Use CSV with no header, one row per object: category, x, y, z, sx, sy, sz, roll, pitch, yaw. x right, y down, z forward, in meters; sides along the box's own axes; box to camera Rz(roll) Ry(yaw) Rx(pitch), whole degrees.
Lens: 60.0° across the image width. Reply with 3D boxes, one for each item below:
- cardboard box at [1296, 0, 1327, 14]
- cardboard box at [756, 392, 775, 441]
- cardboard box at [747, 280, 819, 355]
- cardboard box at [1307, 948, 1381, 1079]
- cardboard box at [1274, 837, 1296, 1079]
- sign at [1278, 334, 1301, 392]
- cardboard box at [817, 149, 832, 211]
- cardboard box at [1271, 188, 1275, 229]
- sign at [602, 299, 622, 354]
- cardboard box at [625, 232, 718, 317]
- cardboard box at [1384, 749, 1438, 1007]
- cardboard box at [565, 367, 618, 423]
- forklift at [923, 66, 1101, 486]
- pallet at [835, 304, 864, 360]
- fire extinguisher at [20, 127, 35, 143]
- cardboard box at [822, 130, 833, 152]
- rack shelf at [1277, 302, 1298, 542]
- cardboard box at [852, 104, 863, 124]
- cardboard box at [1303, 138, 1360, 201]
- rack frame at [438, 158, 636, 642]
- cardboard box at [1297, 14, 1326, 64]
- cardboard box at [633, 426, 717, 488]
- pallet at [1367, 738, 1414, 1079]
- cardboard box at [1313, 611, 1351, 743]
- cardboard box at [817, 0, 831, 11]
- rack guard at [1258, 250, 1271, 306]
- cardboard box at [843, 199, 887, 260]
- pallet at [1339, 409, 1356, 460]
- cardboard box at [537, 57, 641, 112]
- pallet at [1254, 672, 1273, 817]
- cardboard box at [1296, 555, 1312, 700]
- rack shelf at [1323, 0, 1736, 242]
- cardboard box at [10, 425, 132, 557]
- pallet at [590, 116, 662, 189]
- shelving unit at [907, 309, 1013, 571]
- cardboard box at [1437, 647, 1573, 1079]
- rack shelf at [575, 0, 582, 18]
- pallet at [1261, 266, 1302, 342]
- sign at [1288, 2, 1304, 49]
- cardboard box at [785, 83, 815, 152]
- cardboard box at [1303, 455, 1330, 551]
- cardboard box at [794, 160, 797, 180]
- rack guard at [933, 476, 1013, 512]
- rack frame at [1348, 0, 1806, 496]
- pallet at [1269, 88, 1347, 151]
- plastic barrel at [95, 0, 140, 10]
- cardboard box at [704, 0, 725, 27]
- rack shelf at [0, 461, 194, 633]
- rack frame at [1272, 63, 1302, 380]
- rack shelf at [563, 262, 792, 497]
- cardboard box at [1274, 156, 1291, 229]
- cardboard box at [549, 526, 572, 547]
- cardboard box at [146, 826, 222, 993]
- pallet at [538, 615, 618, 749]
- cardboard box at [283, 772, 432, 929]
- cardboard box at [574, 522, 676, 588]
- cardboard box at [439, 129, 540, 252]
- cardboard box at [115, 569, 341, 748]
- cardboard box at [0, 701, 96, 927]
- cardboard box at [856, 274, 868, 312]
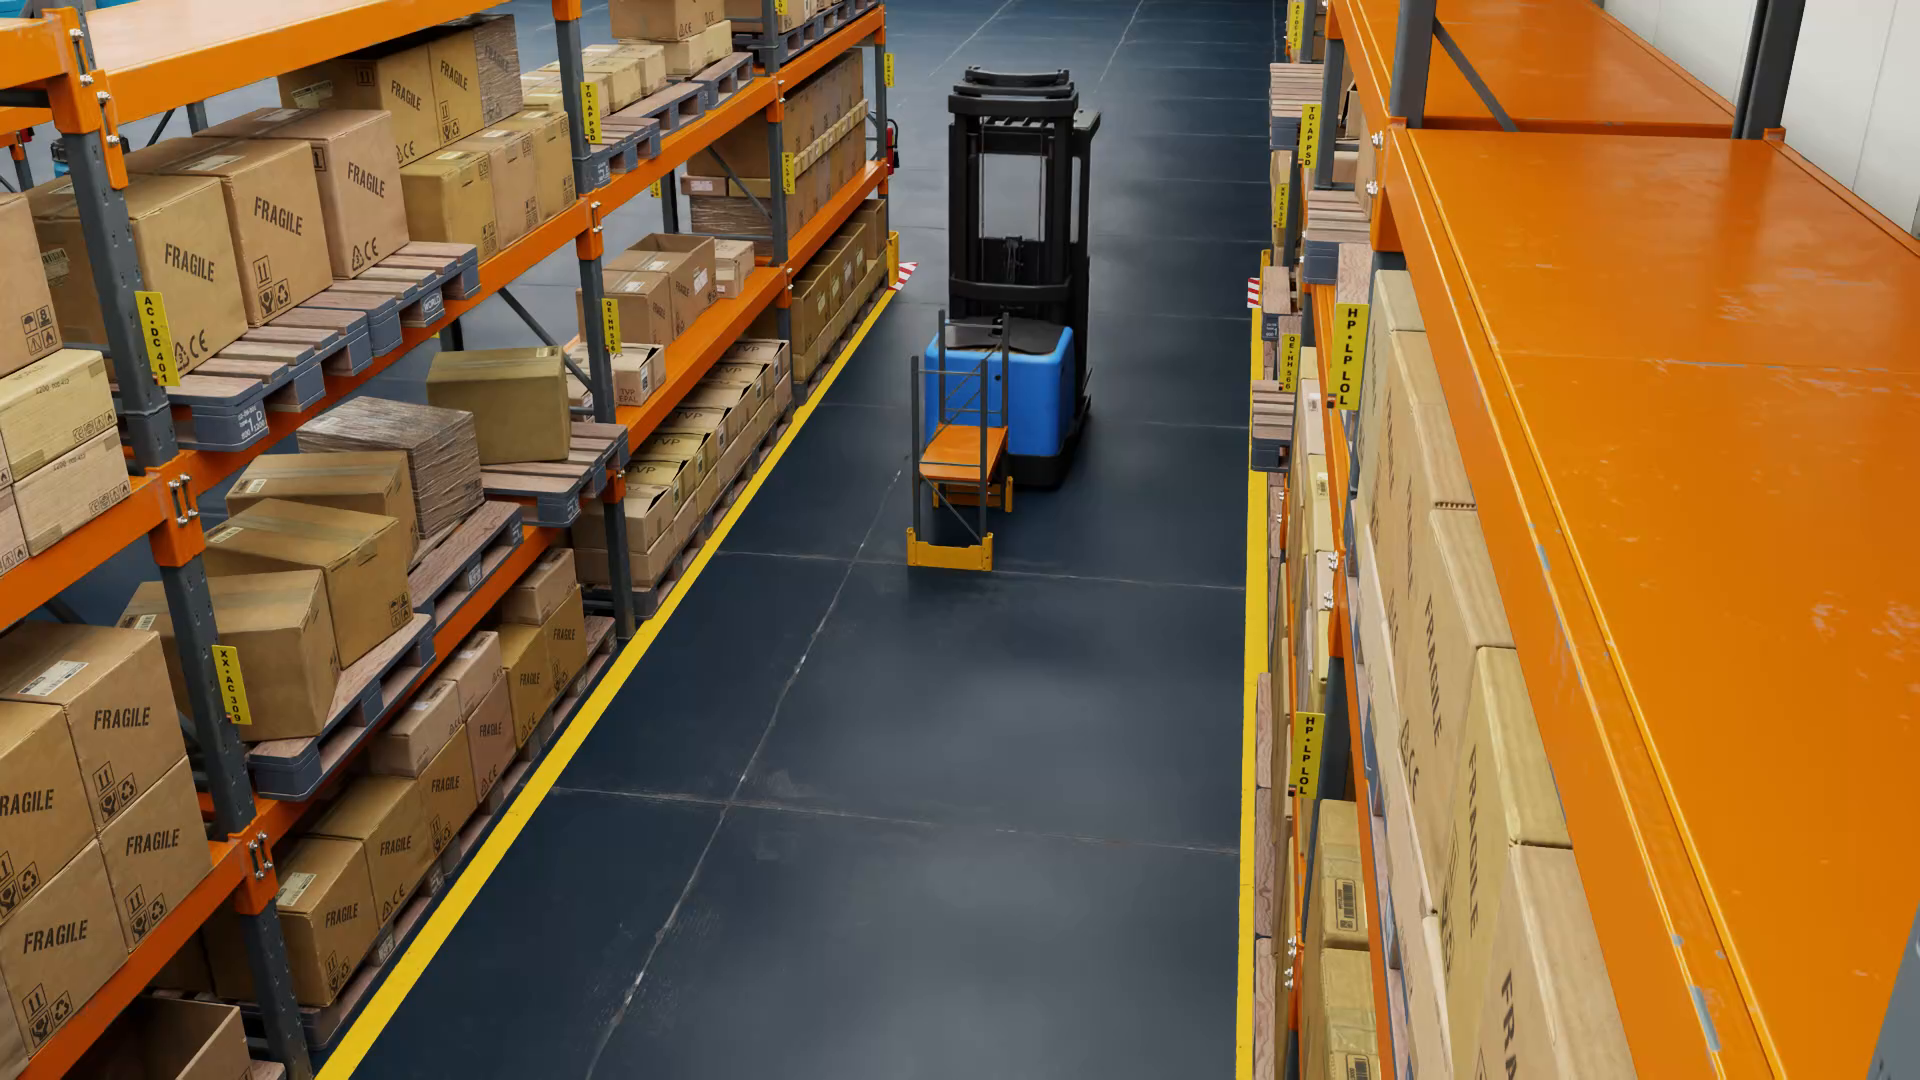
cardboard box,2.800,-4.208,12.386,0.500,0.500,0.500,2,25,4
cardboard box,-1.768,-0.995,13.130,0.500,0.250,0.500,4,25,8
cardboard box,-1.517,-1.912,14.204,0.500,0.500,0.500,4,25,9
cardboard box,1.449,1.627,4.426,0.980,0.700,0.700,3,25,7
cardboard box,1.656,1.735,6.590,0.750,0.750,0.750,4,25,9
sign,1.795,-0.963,9.041,0.100,0.325,0.005,4,25,9
cardboard box,-1.588,-3.332,15.255,0.700,0.500,0.500,5,26,10
cardboard box,3.002,-2.904,14.612,0.500,0.250,0.500,4,25,9
sign,-2.019,-1.237,9.627,0.100,0.325,0.005,4,25,9
cardboard box,-2.130,-1.960,12.326,0.500,0.500,0.500,6,26,12
cardboard box,1.046,0.619,2.960,0.500,0.250,0.500,3,25,7
cardboard box,-2.453,-0.891,10.265,0.500,0.311,0.500,6,26,12
forklift,0.500,-2.330,13.315,1.130,2.935,3.031,5,25,10
pallet,-1.534,-2.034,15.890,1.003,0.211,1.213,4,25,9
fire extinguisher,-10.548,-4.797,18.596,0.296,0.674,0.183,4,25,9
cardboard box,-1.374,-3.645,15.161,0.380,0.149,0.250,4,25,8
rack shelf,2.659,-0.951,11.137,1.077,0.370,4.000,4,25,9
cardboard box,-1.164,-4.185,16.313,0.380,0.149,0.250,5,25,10
cardboard box,2.183,-2.088,9.260,0.500,0.311,0.500,4,25,9
rack frame,-2.556,-0.782,9.927,1.000,3.000,0.127,4,25,9
cardboard box,2.825,-3.756,12.600,0.500,0.500,0.500,5,25,10
cardboard box,-2.017,-0.613,11.653,0.500,0.311,0.500,3,25,7
pallet,1.332,0.764,3.190,1.003,0.211,1.213,4,25,9
cardboard box,1.502,0.490,5.831,0.500,0.250,0.500,5,25,10
cardboard box,-1.508,-4.794,14.178,0.797,0.503,0.637,7,26,14
rack guard,3.627,-2.623,16.808,1.175,0.500,0.348,4,25,9
cardboard box,-1.042,-3.168,16.887,0.500,0.500,0.500,4,25,9
pallet,1.779,-0.427,5.855,0.805,0.209,1.217,3,25,6
cardboard box,-2.365,-2.916,10.629,0.500,0.250,0.500,4,25,7
pallet,2.129,1.147,9.095,1.003,0.211,1.213,4,25,9
cardboard box,1.669,0.409,6.890,0.500,0.500,0.500,4,25,9
rack shelf,2.005,-1.814,6.376,1.077,0.370,4.000,4,25,9
cardboard box,-3.027,-0.178,5.275,0.500,0.250,0.500,4,25,9
pallet,-2.533,-2.345,9.951,1.213,0.211,1.003,5,26,11
shelving unit,0.012,-0.711,11.544,0.587,1.500,1.083,4,25,9
cardboard box,0.967,0.506,2.316,0.500,0.500,0.500,5,26,10
rack shelf,-2.229,-3.829,10.680,1.077,0.370,4.000,4,25,9
pallet,2.717,-1.717,12.151,1.003,0.211,1.213,4,25,9
sign,2.449,-3.741,12.100,0.100,0.325,0.005,4,25,9
cardboard box,-1.672,-3.695,14.502,0.700,0.500,0.500,4,25,8
cardboard box,1.761,-0.149,7.198,0.500,0.250,0.500,4,25,7
cardboard box,-1.586,-3.106,14.009,0.380,0.149,0.250,3,25,7
rack guard,0.094,-0.353,12.254,0.587,0.250,0.087,4,25,9
rack frame,1.678,-1.485,4.352,1.000,3.000,0.127,4,25,9
pallet,2.613,-2.702,10.713,1.213,0.211,1.003,4,25,9
plastic barrel,-6.657,-4.158,13.009,0.600,0.901,0.708,4,25,9
cardboard box,-2.042,-4.021,12.104,0.500,0.500,0.500,4,25,9
rack shelf,-3.536,0.694,4.083,1.077,0.370,4.000,4,25,9
rack frame,2.986,-2.114,12.772,1.000,3.000,0.127,4,25,9
rack shelf,-2.229,-1.293,11.867,1.077,0.370,4.000,4,25,9
cardboard box,2.834,-2.823,13.555,0.500,0.500,0.500,4,25,8
cardboard box,-2.713,-0.217,10.807,0.500,0.311,0.500,5,25,10
cardboard box,-3.412,1.597,7.273,0.500,0.500,0.500,4,25,8
pallet,-2.715,0.790,9.857,1.003,0.211,1.213,4,25,9
cardboard box,-2.814,1.414,7.664,0.500,0.500,0.500,4,25,9
cardboard box,-2.180,0.074,10.846,0.500,0.250,0.500,4,25,8
cardboard box,-2.677,-1.788,8.420,0.910,0.500,0.500,4,25,9
cardboard box,-2.911,0.472,6.633,0.700,0.500,0.500,-4,25,-9
cardboard box,-3.118,0.836,5.172,0.500,0.500,0.500,4,25,8
cardboard box,-1.194,-2.409,16.151,0.500,0.250,0.500,4,25,9
